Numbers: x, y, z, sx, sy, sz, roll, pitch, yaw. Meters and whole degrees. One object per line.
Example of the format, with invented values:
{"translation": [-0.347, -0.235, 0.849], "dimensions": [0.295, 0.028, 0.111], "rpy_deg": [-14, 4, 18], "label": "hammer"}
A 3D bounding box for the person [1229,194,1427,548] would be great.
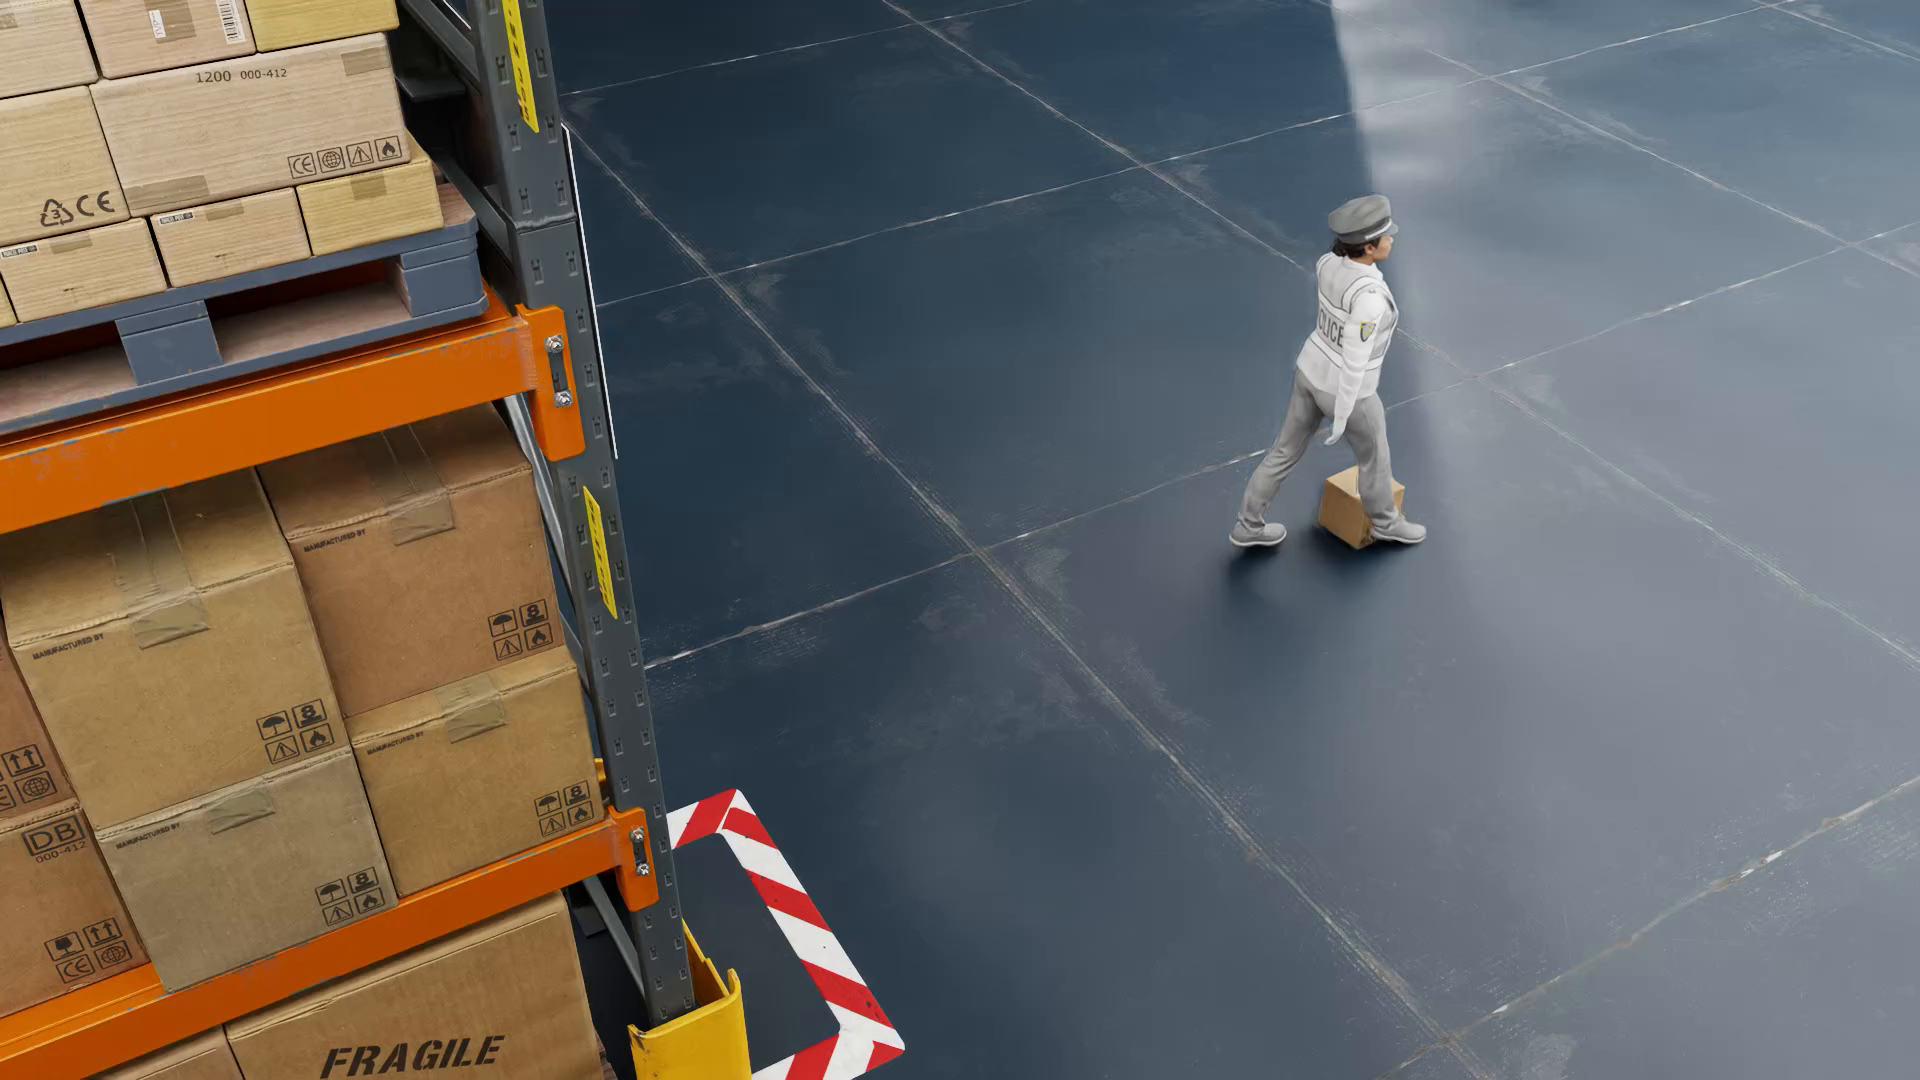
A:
{"translation": [1.637, -0.673, 7.017], "dimensions": [0.914, 1.678, 0.518], "rpy_deg": [-13, 39, -16], "label": "person"}
